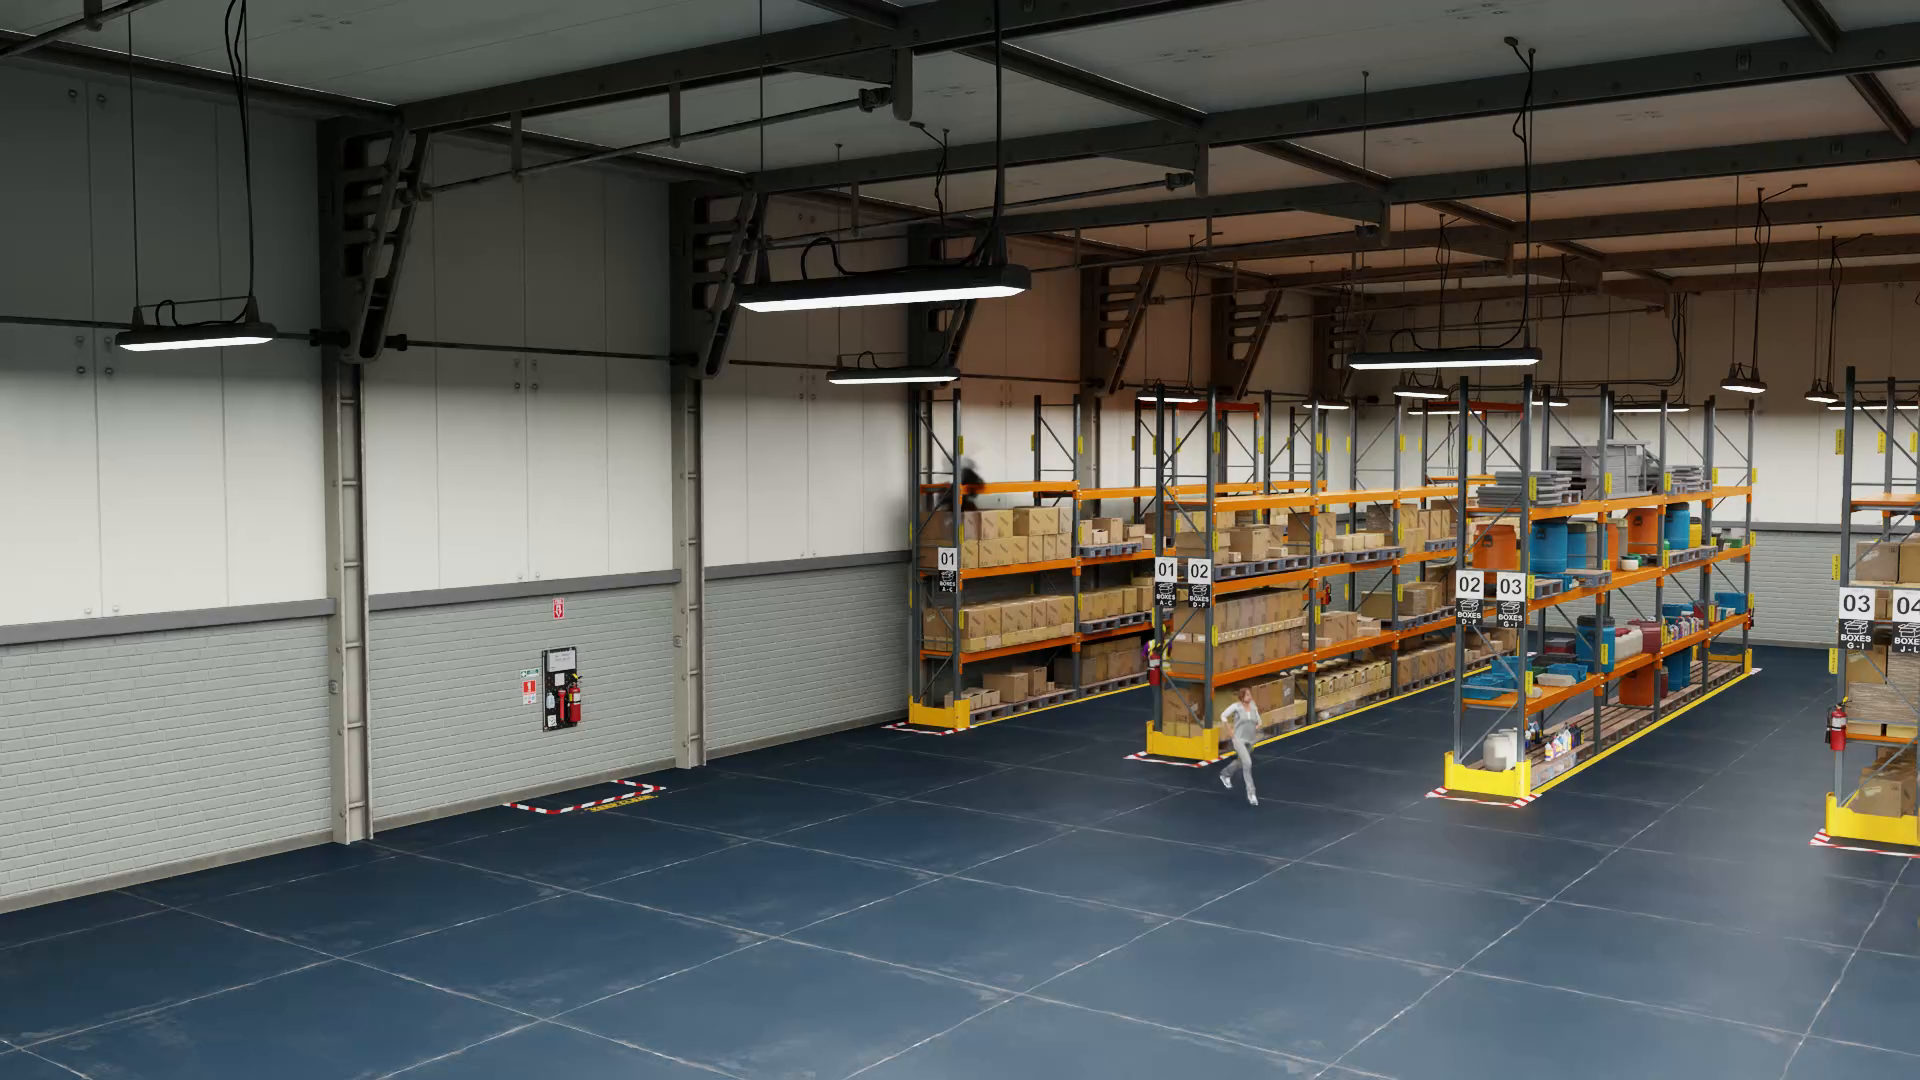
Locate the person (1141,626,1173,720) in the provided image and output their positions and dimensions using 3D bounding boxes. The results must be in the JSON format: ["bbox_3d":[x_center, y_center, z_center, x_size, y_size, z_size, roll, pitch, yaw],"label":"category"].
[{"bbox_3d":[3.526,2.388,29.591,0.694,1.763,0.951,2,4,32],"label":"person"}]

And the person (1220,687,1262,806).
[{"bbox_3d":[3.989,2.873,23.499,0.506,1.626,0.949,-2,4,-30],"label":"person"}]
